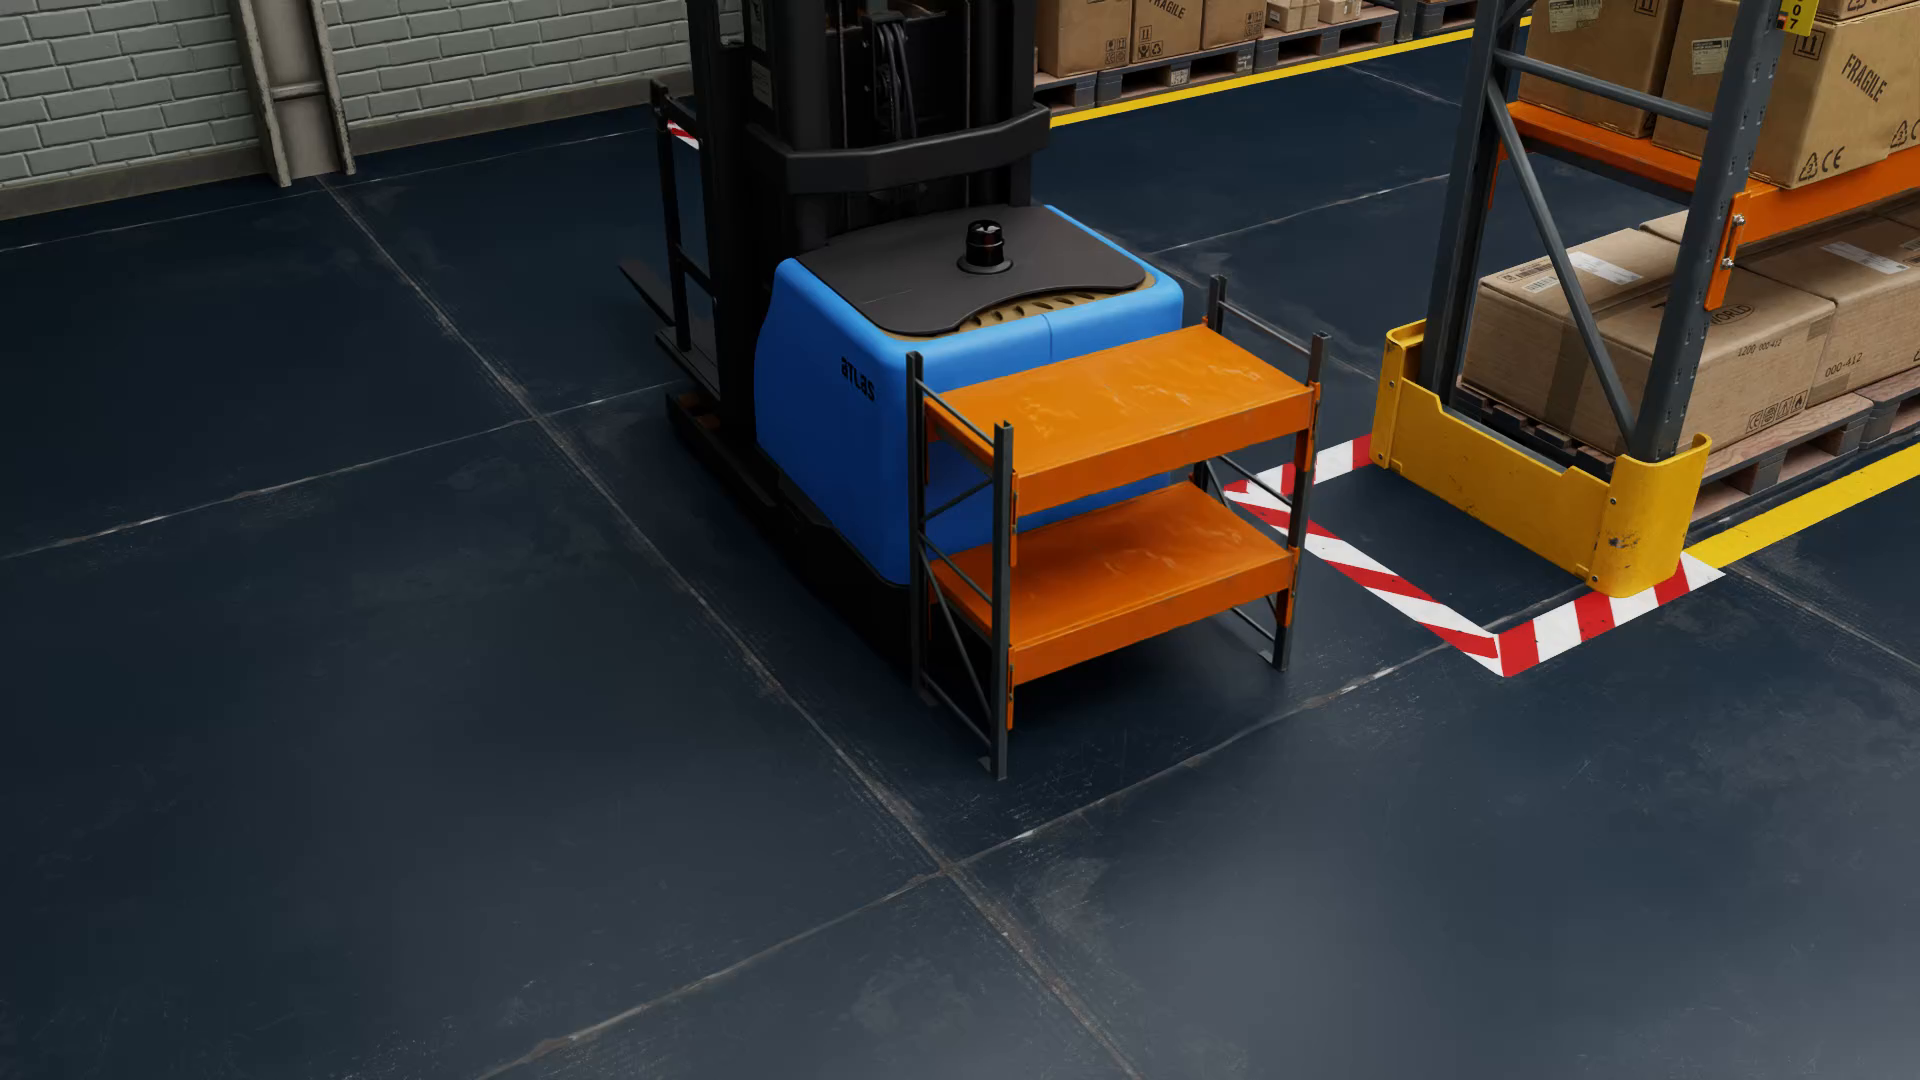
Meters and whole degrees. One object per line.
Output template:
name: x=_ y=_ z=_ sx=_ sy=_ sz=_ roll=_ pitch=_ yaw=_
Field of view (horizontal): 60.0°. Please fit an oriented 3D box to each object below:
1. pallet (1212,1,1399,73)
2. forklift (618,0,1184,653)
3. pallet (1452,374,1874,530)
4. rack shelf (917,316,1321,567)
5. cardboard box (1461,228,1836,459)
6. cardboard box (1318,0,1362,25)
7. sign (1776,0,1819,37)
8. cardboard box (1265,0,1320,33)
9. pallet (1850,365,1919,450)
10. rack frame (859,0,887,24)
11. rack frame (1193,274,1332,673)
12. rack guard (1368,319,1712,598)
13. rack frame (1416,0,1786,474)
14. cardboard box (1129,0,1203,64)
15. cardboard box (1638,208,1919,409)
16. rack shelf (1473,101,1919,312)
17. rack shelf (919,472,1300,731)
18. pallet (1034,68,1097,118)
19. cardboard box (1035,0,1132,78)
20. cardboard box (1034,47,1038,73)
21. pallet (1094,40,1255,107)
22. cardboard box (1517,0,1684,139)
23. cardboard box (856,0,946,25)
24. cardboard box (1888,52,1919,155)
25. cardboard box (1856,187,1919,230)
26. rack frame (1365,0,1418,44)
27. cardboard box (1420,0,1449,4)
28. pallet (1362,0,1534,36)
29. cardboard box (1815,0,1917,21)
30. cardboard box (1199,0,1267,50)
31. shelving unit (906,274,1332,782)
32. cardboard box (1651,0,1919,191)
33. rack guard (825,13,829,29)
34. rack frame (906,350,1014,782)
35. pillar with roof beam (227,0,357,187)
pallet: x=2.082 y=-3.386 z=10.920 sx=1.213 sy=0.211 sz=1.003 roll=-19 pitch=37 yaw=-27
forklift: x=-0.467 y=-1.654 z=5.625 sx=1.130 sy=2.935 sz=3.031 roll=-16 pitch=36 yaw=-24
pallet: x=2.620 y=-0.469 z=6.296 sx=1.213 sy=0.211 sz=1.003 roll=-19 pitch=37 yaw=-27
rack shelf: x=0.432 y=-0.298 z=4.620 sx=1.000 sy=0.278 sz=0.538 roll=-17 pitch=36 yaw=-25
cardboard box: x=2.491 y=-0.712 z=6.075 sx=0.875 sy=0.438 sz=0.875 roll=-20 pitch=38 yaw=-29
cardboard box: x=2.351 y=-3.443 z=10.675 sx=0.250 sy=0.149 sz=0.380 roll=-20 pitch=37 yaw=-29
sign: x=2.286 y=-1.532 z=4.481 sx=0.005 sy=0.325 sz=0.100 roll=-19 pitch=37 yaw=-27
cardboard box: x=2.051 y=-3.389 z=10.480 sx=0.258 sy=0.266 sz=0.396 roll=-18 pitch=36 yaw=-26
pallet: x=3.644 y=-0.820 z=6.852 sx=1.213 sy=0.211 sz=1.003 roll=-19 pitch=37 yaw=-27
rack frame: x=-0.702 y=-3.607 z=8.657 sx=0.127 sy=3.000 sz=1.000 roll=-19 pitch=37 yaw=-27
rack frame: x=0.872 y=-0.187 z=4.993 sx=0.032 sy=1.125 sz=0.500 roll=-17 pitch=36 yaw=-25
rack guard: x=1.970 y=-0.318 z=5.786 sx=0.348 sy=0.500 sz=1.175 roll=-19 pitch=37 yaw=-27
rack frame: x=1.990 y=-1.383 z=5.130 sx=0.127 sy=3.000 sz=1.000 roll=-19 pitch=37 yaw=-27
cardboard box: x=1.101 y=-3.200 z=9.960 sx=0.500 sy=0.500 sz=0.500 roll=-18 pitch=37 yaw=-26
cardboard box: x=3.256 y=-0.980 z=6.501 sx=0.875 sy=0.438 sz=0.875 roll=-18 pitch=36 yaw=-26
rack shelf: x=3.671 y=-1.656 z=6.239 sx=4.000 sy=0.370 sz=1.077 roll=-19 pitch=37 yaw=-27
rack shelf: x=0.432 y=0.156 z=4.907 sx=1.000 sy=0.278 sz=0.538 roll=-17 pitch=36 yaw=-25
pallet: x=0.031 y=-2.681 z=9.802 sx=1.213 sy=0.211 sz=1.003 roll=-19 pitch=37 yaw=-27
cardboard box: x=0.603 y=-3.092 z=9.789 sx=0.500 sy=0.500 sz=0.700 roll=-17 pitch=36 yaw=-25
cardboard box: x=0.241 y=-2.819 z=9.686 sx=0.250 sy=0.149 sz=0.380 roll=-21 pitch=38 yaw=-29
pallet: x=1.056 y=-3.031 z=10.358 sx=1.213 sy=0.211 sz=1.003 roll=-19 pitch=37 yaw=-27
cardboard box: x=2.252 y=-1.683 z=5.513 sx=0.500 sy=0.500 sz=0.500 roll=-19 pitch=37 yaw=-27
cardboard box: x=-0.137 y=-2.863 z=9.424 sx=0.637 sy=0.503 sz=0.797 roll=-21 pitch=38 yaw=-29
cardboard box: x=2.959 y=-1.594 z=5.371 sx=0.500 sy=0.500 sz=0.500 roll=-20 pitch=37 yaw=-28
cardboard box: x=4.014 y=-1.240 z=6.913 sx=0.875 sy=0.438 sz=0.875 roll=-20 pitch=37 yaw=-29
rack frame: x=2.660 y=-4.764 z=10.490 sx=0.127 sy=3.000 sz=1.000 roll=-19 pitch=37 yaw=-27
cardboard box: x=3.188 y=-3.923 z=11.107 sx=0.500 sy=0.500 sz=0.500 roll=-17 pitch=36 yaw=-25
pallet: x=3.323 y=-3.836 z=11.634 sx=1.213 sy=0.211 sz=1.003 roll=-19 pitch=37 yaw=-27
cardboard box: x=2.548 y=-1.859 z=4.854 sx=0.500 sy=0.500 sz=0.500 roll=-20 pitch=37 yaw=-28
cardboard box: x=1.475 y=-3.392 z=10.265 sx=0.500 sy=0.500 sz=0.700 roll=-20 pitch=38 yaw=-29
shelving unit: x=0.432 y=-0.051 z=4.776 sx=1.048 sy=1.125 sz=0.538 roll=-17 pitch=36 yaw=-25
cardboard box: x=2.549 y=-1.435 z=5.119 sx=0.500 sy=0.500 sz=0.500 roll=-19 pitch=37 yaw=-28
rack guard: x=-0.638 y=-2.572 z=9.359 sx=0.348 sy=0.500 sz=1.175 roll=-19 pitch=37 yaw=-27
rack frame: x=-0.007 y=0.086 z=4.559 sx=0.032 sy=1.125 sz=0.500 roll=-17 pitch=36 yaw=-25
pillar with roof beam: x=-1.124 y=-3.839 z=3.401 sx=0.400 sy=9.000 sz=9.100 roll=-19 pitch=37 yaw=-27
